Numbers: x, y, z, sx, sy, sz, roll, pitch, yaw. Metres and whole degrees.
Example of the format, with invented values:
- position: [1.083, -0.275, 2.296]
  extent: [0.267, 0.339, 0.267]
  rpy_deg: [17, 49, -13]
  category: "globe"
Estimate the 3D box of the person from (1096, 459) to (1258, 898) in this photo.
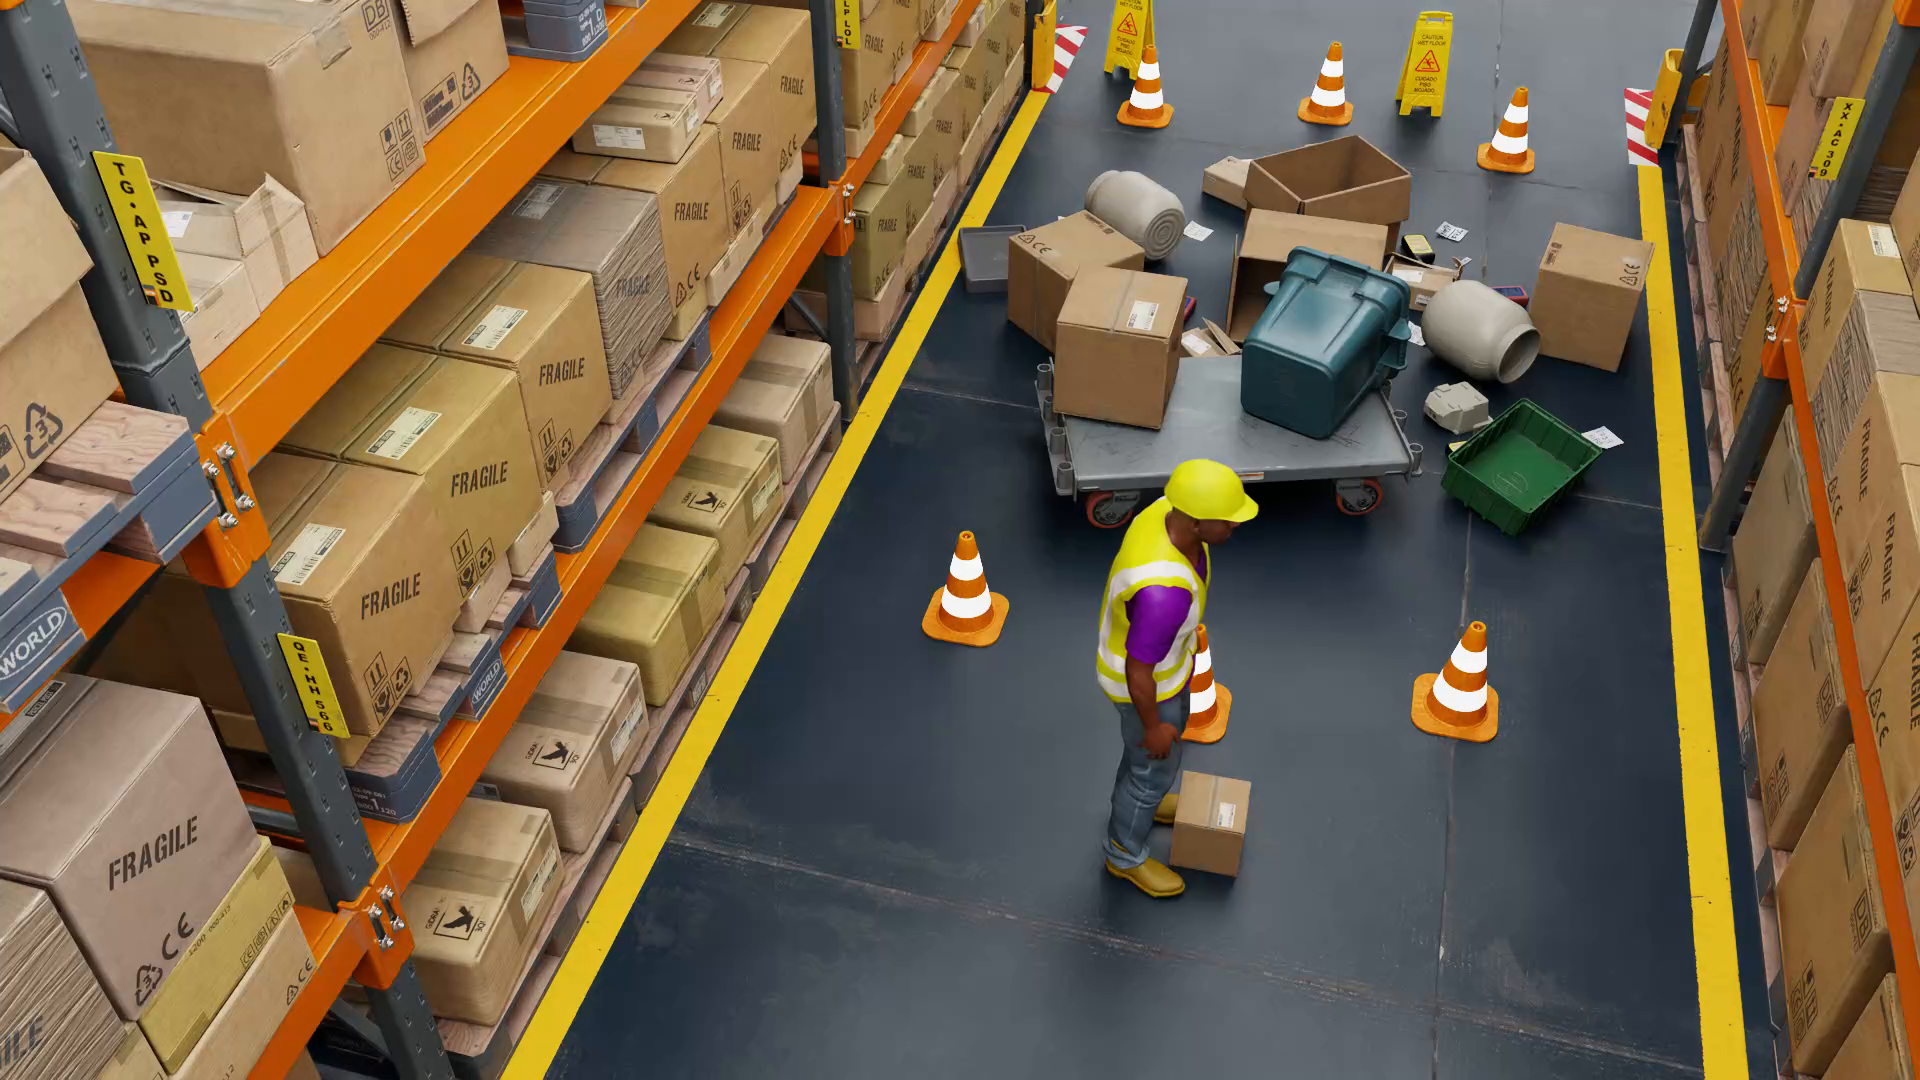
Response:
- position: [0.693, 0.440, 5.634]
  extent: [0.456, 1.761, 0.628]
  rpy_deg: [10, 42, 12]
  category: "person"
